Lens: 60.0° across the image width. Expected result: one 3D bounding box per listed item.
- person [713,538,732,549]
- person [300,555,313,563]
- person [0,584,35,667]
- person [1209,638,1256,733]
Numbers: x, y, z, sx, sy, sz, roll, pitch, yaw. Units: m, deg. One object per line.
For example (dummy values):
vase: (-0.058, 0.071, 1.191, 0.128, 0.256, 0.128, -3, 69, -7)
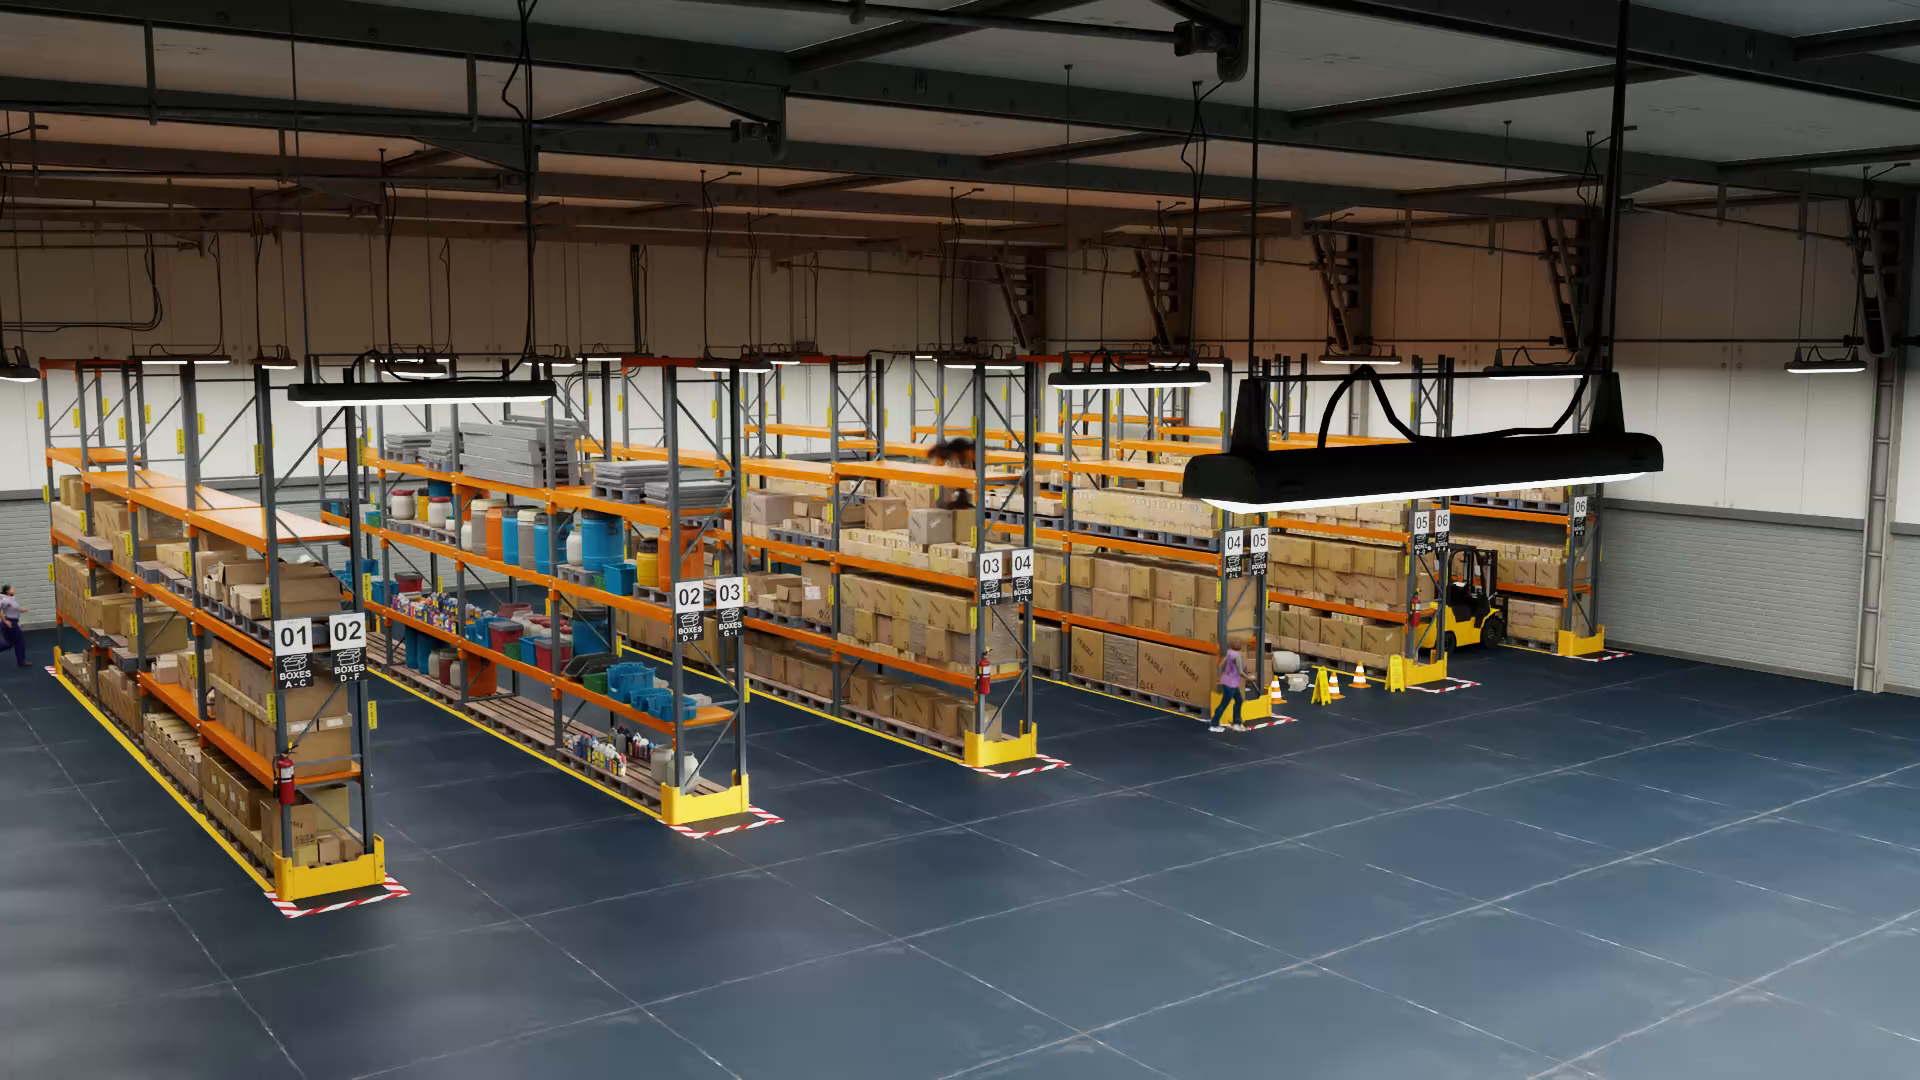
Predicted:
person: (-5.817, 0.538, 40.898, 0.612, 1.666, 0.959, 2, 7, 19)
person: (-13.890, 1.188, 35.201, 0.808, 1.752, 0.601, -4, 8, -33)
person: (-18.397, 1.662, 32.119, 0.829, 1.625, 0.600, -4, 8, -31)
person: (4.387, 2.348, 26.737, 0.754, 1.589, 0.497, 0, 7, -2)
